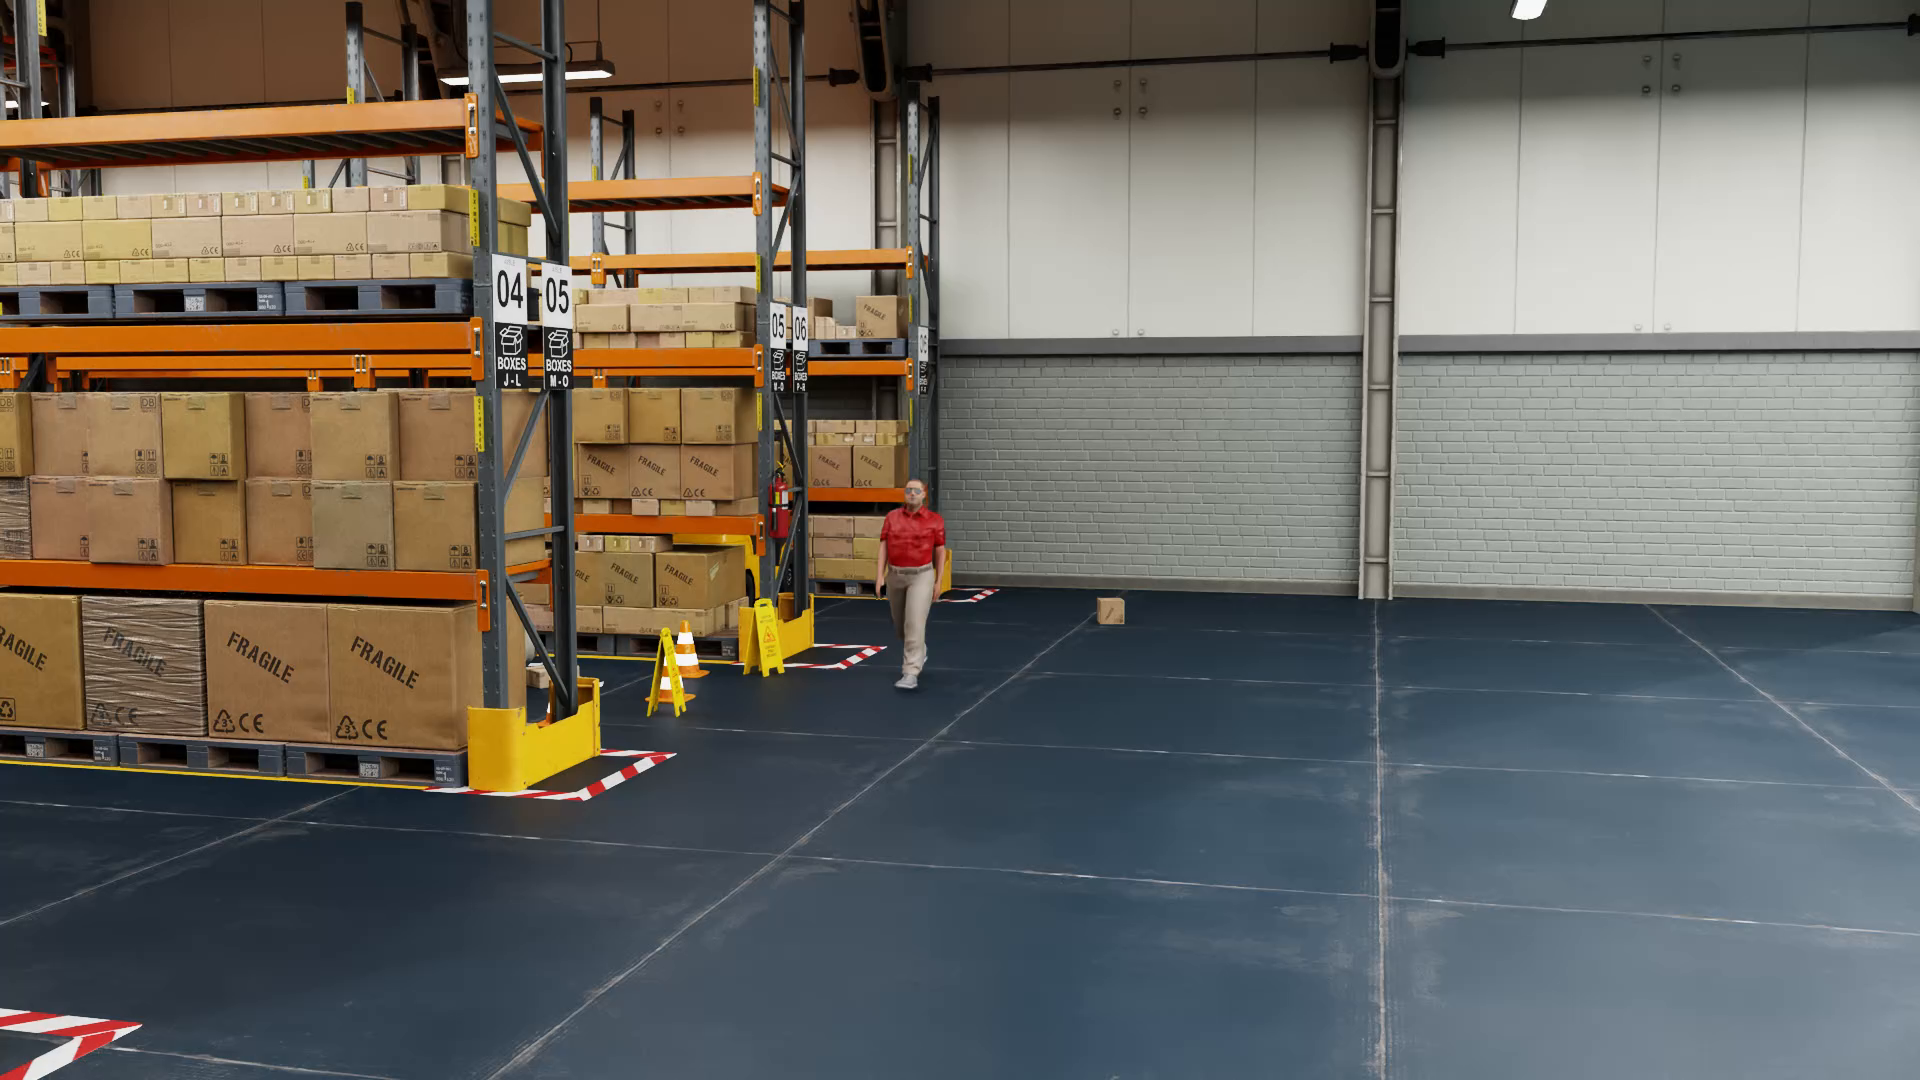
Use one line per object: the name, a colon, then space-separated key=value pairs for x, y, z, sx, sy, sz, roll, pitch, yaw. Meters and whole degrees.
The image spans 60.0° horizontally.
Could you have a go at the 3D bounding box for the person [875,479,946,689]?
person: x=-0.409 y=0.334 z=13.664 sx=0.526 sy=1.674 sz=1.029 roll=2 pitch=5 yaw=19
